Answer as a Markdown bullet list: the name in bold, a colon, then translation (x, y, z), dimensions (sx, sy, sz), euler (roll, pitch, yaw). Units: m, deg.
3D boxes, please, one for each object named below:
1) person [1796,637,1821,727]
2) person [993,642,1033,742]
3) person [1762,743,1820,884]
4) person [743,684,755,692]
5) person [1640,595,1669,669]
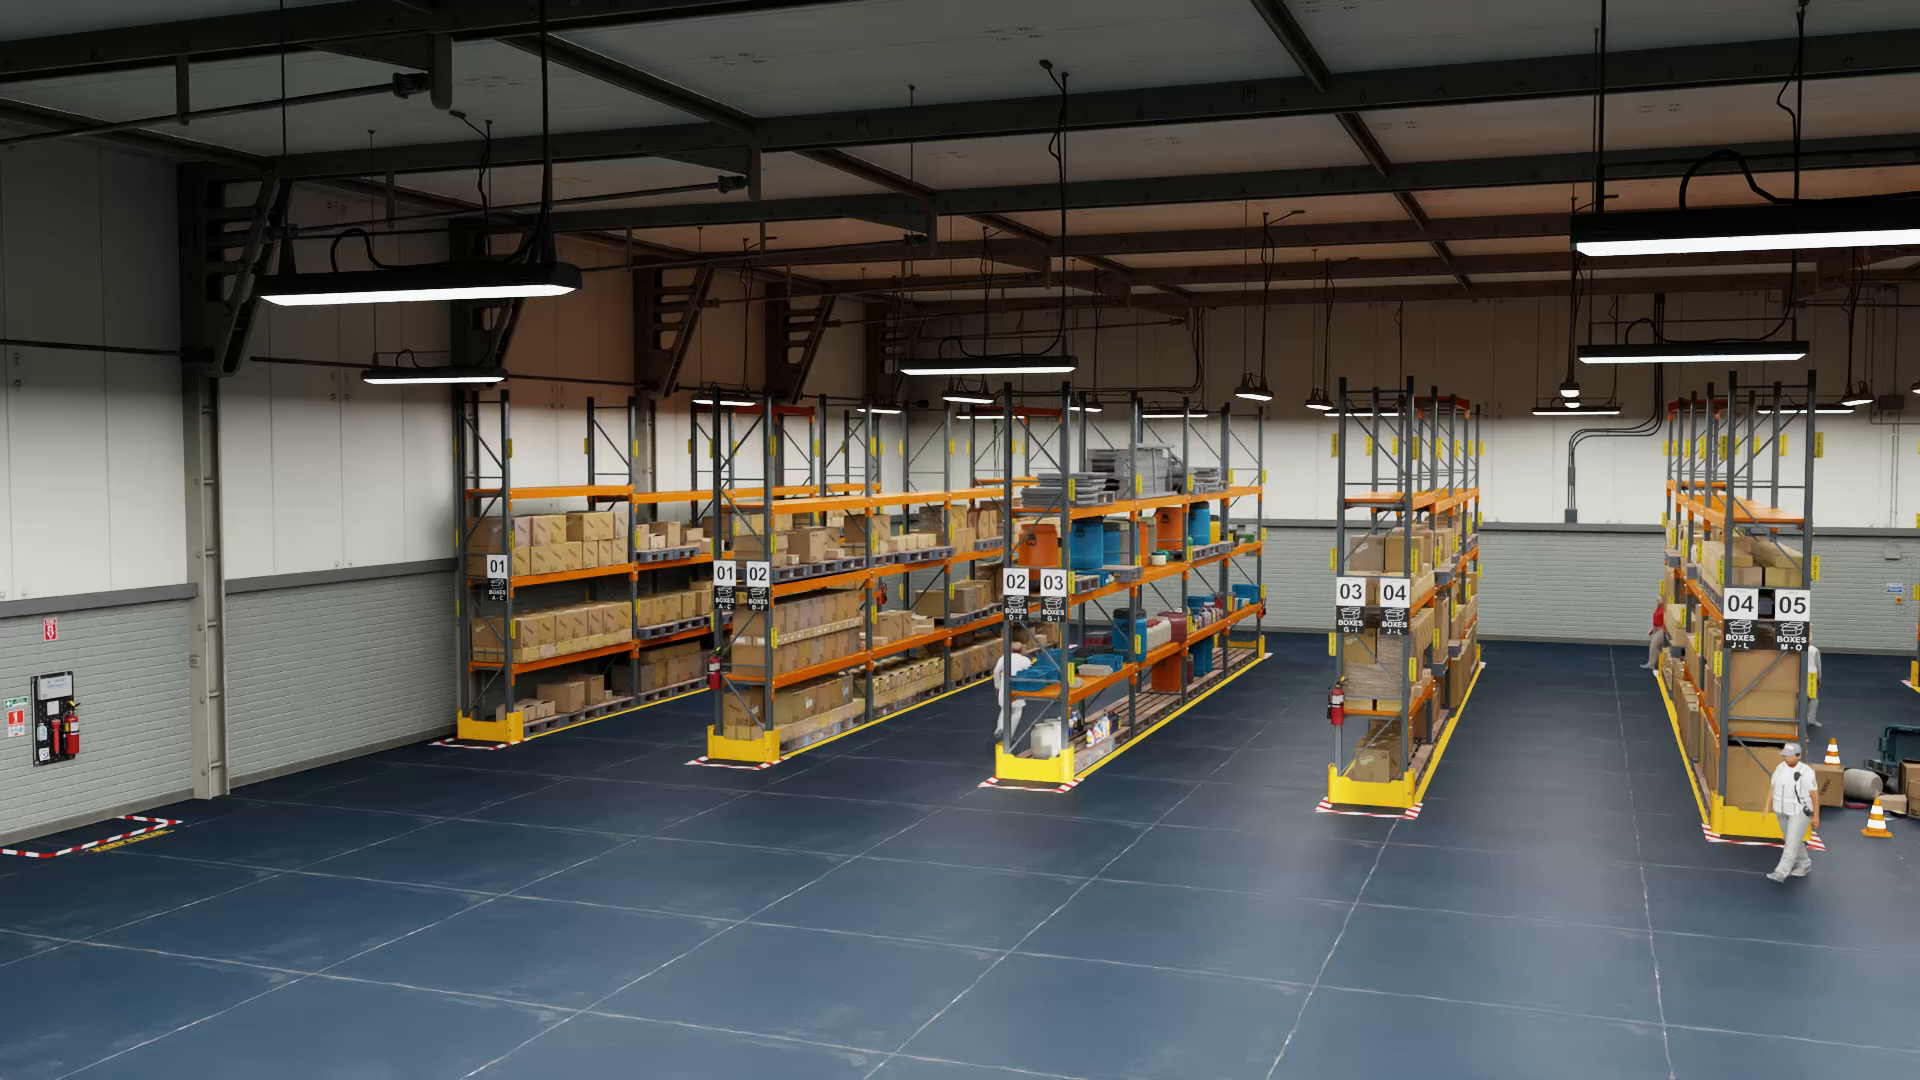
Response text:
- **person**: translation (15.110, 2.484, 29.758), dimensions (0.566, 1.772, 0.537), euler (1, 3, 20)
- **person**: translation (0.916, 2.605, 28.552), dimensions (0.672, 1.659, 0.830), euler (1, 3, 22)
- **person**: translation (9.524, 3.128, 19.146), dimensions (1.064, 1.598, 0.504), euler (-2, 3, -26)
- **person**: translation (-3.995, 2.434, 32.092), dimensions (0.538, 1.650, 0.786), euler (1, 3, 12)
- **person**: translation (15.925, 2.077, 37.629), dimensions (1.050, 1.677, 0.542), euler (0, 3, 8)
